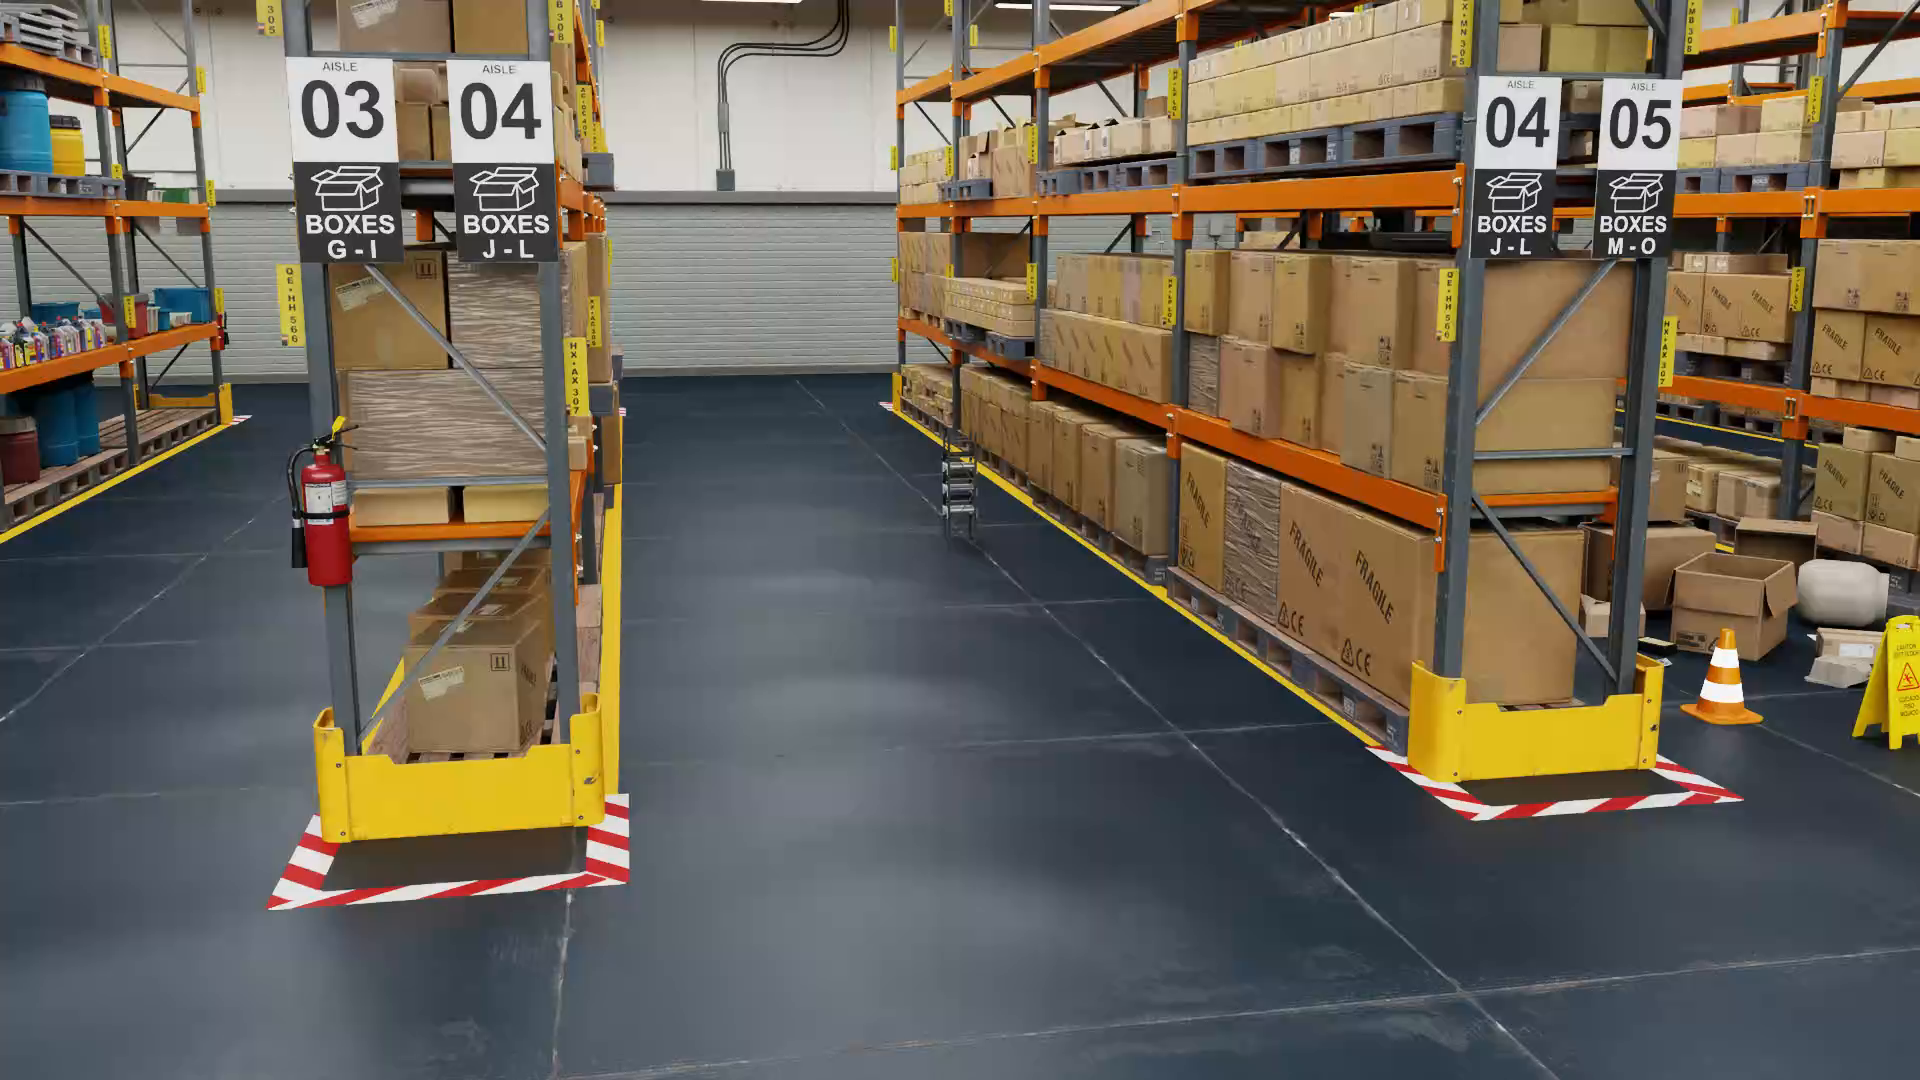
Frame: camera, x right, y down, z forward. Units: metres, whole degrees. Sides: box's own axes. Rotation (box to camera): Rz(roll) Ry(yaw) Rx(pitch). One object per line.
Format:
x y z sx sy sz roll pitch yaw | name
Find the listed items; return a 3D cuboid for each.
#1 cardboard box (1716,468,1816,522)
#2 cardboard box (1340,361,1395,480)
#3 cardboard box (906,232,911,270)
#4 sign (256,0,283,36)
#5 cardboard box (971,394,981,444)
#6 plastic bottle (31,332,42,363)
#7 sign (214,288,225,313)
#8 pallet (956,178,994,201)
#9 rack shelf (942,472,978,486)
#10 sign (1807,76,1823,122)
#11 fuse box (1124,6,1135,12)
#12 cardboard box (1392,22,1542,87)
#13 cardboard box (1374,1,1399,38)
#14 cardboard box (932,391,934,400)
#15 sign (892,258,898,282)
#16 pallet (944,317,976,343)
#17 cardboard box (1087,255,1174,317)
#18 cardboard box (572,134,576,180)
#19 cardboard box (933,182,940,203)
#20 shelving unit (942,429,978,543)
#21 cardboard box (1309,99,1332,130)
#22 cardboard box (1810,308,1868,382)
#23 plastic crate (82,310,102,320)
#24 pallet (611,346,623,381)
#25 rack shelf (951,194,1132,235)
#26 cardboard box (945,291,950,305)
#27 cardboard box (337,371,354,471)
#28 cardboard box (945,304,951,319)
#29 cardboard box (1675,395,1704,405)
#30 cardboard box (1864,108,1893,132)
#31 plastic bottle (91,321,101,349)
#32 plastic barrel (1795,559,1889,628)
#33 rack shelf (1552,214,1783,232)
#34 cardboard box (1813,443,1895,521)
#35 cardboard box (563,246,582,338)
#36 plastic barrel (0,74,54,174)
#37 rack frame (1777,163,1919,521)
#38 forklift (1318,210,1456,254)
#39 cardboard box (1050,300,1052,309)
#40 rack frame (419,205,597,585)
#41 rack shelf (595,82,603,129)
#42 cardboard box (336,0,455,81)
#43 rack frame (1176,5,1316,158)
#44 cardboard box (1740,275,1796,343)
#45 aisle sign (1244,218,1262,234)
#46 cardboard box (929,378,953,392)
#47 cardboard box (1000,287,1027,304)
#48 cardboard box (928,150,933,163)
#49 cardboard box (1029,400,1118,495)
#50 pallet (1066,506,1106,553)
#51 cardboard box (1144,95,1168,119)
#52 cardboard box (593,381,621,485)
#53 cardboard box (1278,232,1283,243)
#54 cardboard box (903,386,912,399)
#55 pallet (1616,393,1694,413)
6.702 -0.341 13.369 0.950 0.372 0.625 -2 11 -10 | cardboard box
2.504 -0.637 8.621 0.875 0.550 0.550 -2 11 -11 | cardboard box
-0.432 -3.834 22.079 0.500 0.500 0.500 -2 11 -9 | cardboard box
-2.684 -2.127 6.460 0.100 0.325 0.005 -2 11 -11 | sign
0.403 -1.334 18.246 0.500 0.500 0.500 -2 11 -8 | cardboard box
-8.497 -1.770 15.284 0.061 0.283 0.133 -2 11 -11 | plastic bottle
-9.570 -3.093 21.487 0.100 0.325 0.005 -2 11 -11 | sign
0.635 -3.672 17.447 1.213 0.211 1.003 -2 11 -11 | pallet
-0.002 -0.499 13.610 0.258 0.077 0.200 -2 11 -11 | rack shelf
6.263 -3.229 12.183 0.100 0.325 0.005 -2 11 -11 | sign
3.110 -9.068 28.716 0.513 0.334 0.176 -2 11 -11 | fuse box
2.380 -2.278 7.836 0.500 0.250 0.500 -2 11 -10 | cardboard box
2.254 -2.537 8.128 0.380 0.149 0.250 -2 11 -10 | cardboard box
-0.146 -1.839 21.043 0.380 0.149 0.250 -3 11 -14 | cardboard box
-0.895 -3.737 22.993 0.100 0.325 0.005 -2 11 -11 | sign
0.421 -2.358 18.577 1.003 0.211 1.213 -2 11 -11 | pallet
1.472 -2.135 13.951 0.700 0.500 0.500 -2 11 -12 | cardboard box
-2.373 -2.105 9.113 0.500 0.250 0.500 -2 11 -11 | cardboard box
-0.031 -4.170 19.962 0.500 0.250 0.500 -2 11 -11 | cardboard box
-0.002 -0.444 13.620 0.258 0.900 0.210 -2 11 -11 | shelving unit
2.105 -2.284 8.935 0.380 0.149 0.250 -2 11 -11 | cardboard box
6.619 -1.434 12.144 0.500 0.500 0.500 -2 11 -11 | cardboard box
-10.067 -2.583 19.533 0.416 0.233 0.300 -2 11 -11 | plastic crate
-3.449 -1.481 13.971 1.213 0.211 1.003 -2 11 -11 | pallet
0.804 -3.351 17.183 1.077 0.370 4.000 -2 11 -11 | rack shelf
0.041 -2.738 18.813 0.380 0.149 0.250 -2 11 -10 | cardboard box
-2.431 -0.620 7.867 0.875 0.500 0.500 -2 11 -11 | cardboard box
0.041 -2.592 18.840 0.380 0.149 0.250 -3 11 -14 | cardboard box
9.723 -1.875 22.027 0.380 0.149 0.250 -2 11 -13 | cardboard box
6.627 -2.955 11.716 0.380 0.149 0.250 -2 11 -9 | cardboard box
-8.845 -2.097 17.006 0.061 0.283 0.133 -2 11 -11 | plastic bottle
5.698 0.346 10.746 0.512 0.421 0.421 6 12 28 | plastic barrel
9.730 -4.465 23.033 1.077 0.370 4.000 -2 11 -11 | rack shelf
6.657 -0.435 12.186 0.500 0.500 0.500 -2 11 -8 | cardboard box
-2.165 -1.216 8.326 0.500 0.500 0.500 -2 11 -11 | cardboard box
-8.846 -3.875 15.545 0.600 0.901 0.708 -2 11 -11 | plastic barrel
6.807 -1.329 12.658 1.000 3.000 0.127 -2 11 -11 | rack frame
3.378 -1.375 13.082 1.130 2.935 3.031 -4 11 -20 | forklift
1.089 -2.380 16.931 0.380 0.149 0.250 -2 11 -11 | cardboard box
-2.914 -0.969 10.765 1.000 3.000 0.127 -2 11 -11 | rack frame
-4.859 -5.200 19.944 1.077 0.370 4.000 -2 11 -11 | rack shelf
-2.686 -2.425 7.991 0.500 0.500 0.500 -2 11 -11 | cardboard box
1.971 -4.078 11.054 1.000 3.000 0.127 -2 11 -11 | rack frame
6.492 -1.807 12.983 0.500 0.500 0.500 -2 11 -12 | cardboard box
4.175 -4.810 23.992 0.394 0.787 0.004 -2 11 -11 | aisle sign
-0.171 -1.939 20.774 0.380 0.149 0.250 -3 11 -14 | cardboard box
0.601 -2.359 16.025 0.380 0.149 0.250 -2 11 -12 | cardboard box
-0.191 -4.723 20.464 0.380 0.149 0.250 -2 11 -11 | cardboard box
1.223 -0.851 15.036 1.050 0.750 0.750 -2 11 -12 | cardboard box
1.506 -0.124 13.783 1.003 0.211 1.213 -2 11 -11 | pallet
1.806 -3.334 13.509 0.500 0.500 0.500 -2 11 -11 | cardboard box
-3.806 -0.992 15.447 1.225 0.875 0.875 -3 11 -14 | cardboard box
4.508 -4.075 22.410 0.380 0.149 0.250 -2 11 -10 | cardboard box
-0.575 -2.030 22.839 0.380 0.149 0.250 -2 11 -10 | cardboard box
9.746 -1.958 23.420 1.003 0.211 1.213 -2 11 -11 | pallet
